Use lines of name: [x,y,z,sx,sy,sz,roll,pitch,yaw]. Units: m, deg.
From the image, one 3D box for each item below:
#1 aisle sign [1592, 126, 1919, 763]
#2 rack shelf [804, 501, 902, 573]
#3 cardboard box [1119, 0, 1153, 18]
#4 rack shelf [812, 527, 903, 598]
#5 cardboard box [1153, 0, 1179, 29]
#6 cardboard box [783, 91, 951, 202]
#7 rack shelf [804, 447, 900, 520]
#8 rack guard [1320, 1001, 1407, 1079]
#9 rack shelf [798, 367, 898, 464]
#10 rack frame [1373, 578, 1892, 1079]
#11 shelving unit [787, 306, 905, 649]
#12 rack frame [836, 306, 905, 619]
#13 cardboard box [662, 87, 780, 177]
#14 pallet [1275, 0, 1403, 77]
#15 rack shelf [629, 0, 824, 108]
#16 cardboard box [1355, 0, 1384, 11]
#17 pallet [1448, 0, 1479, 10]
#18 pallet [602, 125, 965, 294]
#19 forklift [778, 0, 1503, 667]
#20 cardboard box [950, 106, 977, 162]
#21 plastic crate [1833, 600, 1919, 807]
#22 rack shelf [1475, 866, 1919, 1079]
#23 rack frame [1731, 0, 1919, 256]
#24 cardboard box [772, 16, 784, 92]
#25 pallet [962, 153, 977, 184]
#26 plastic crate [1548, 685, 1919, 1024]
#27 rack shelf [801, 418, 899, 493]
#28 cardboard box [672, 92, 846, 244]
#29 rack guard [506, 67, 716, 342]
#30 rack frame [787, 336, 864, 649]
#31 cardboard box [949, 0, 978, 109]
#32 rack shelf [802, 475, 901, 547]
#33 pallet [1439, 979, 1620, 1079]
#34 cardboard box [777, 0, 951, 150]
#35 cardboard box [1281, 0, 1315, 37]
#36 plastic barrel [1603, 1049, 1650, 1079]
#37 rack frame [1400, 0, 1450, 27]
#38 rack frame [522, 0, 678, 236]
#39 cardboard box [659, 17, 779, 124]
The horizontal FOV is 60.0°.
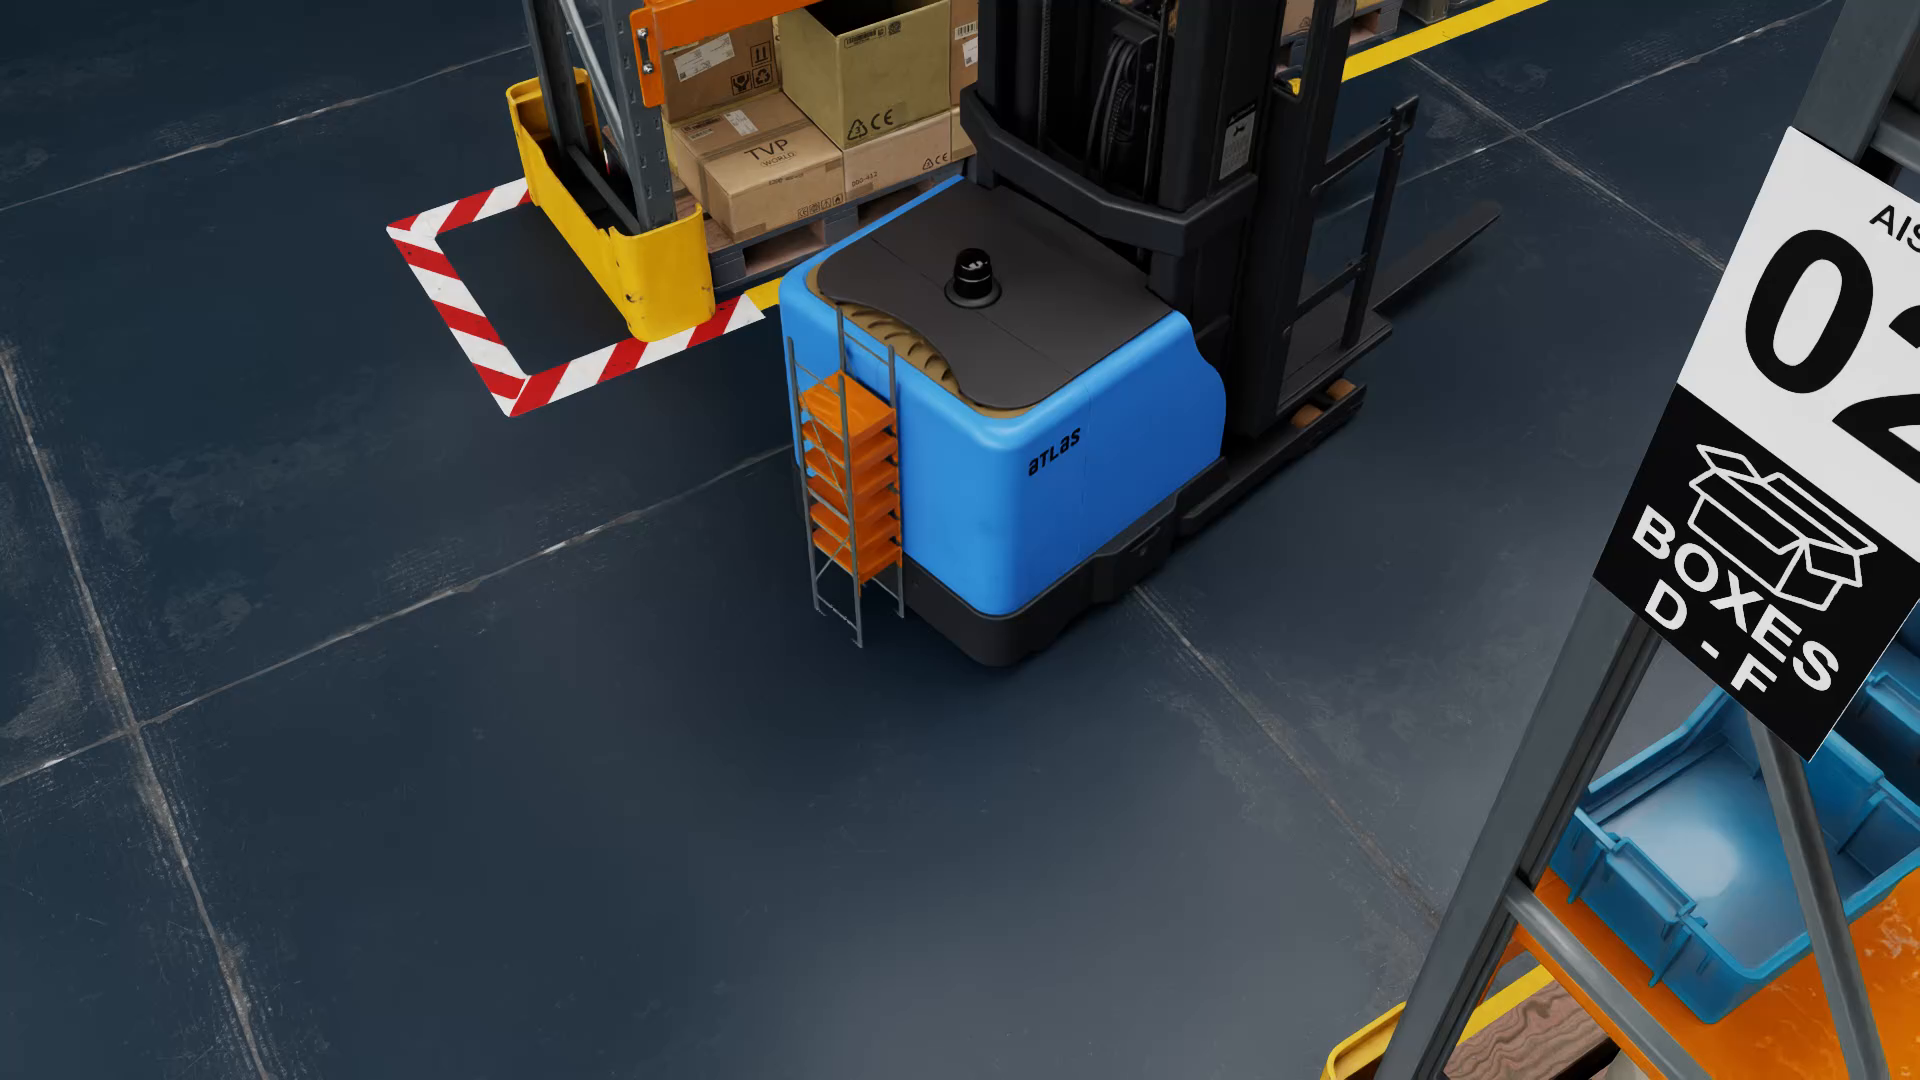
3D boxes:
aisle sign: [1.049,-0.084,2.076,0.004,0.787,0.394,-25,53,-21]
rack shelf: [-0.334,-0.045,5.207,0.180,0.103,0.258,-36,57,-27]
cardboard box: [0.471,-2.335,6.878,0.500,0.500,0.500,-25,53,-21]
rack shelf: [-0.334,0.034,5.297,0.180,0.103,0.258,-36,57,-27]
cardboard box: [0.886,-2.543,7.064,0.500,0.500,0.500,-25,53,-21]
cardboard box: [-0.379,-1.691,6.807,0.500,0.250,0.500,-25,53,-21]
rack shelf: [-0.334,-0.205,5.028,0.180,0.103,0.258,-36,57,-27]
rack guard: [1.307,1.711,3.892,0.348,0.500,1.175,-25,53,-21]
rack shelf: [-0.334,-0.365,4.849,0.180,0.103,0.258,-36,57,-27]
rack frame: [1.268,0.939,2.905,0.127,3.000,1.000,-25,53,-21]
shelving unit: [-0.334,-0.155,5.084,0.189,1.200,0.258,-36,57,-27]
rack frame: [-0.268,-0.202,5.126,0.006,1.200,0.240,-36,57,-27]
cardboard box: [-1.076,-1.816,6.919,0.500,0.250,0.500,-25,53,-21]
pallet: [1.316,-2.567,7.895,1.213,0.211,1.003,-25,53,-21]
rack shelf: [0.320,-2.748,6.671,4.000,0.370,1.077,-25,53,-21]
cardboard box: [1.736,-2.687,7.694,0.500,0.250,0.500,-25,53,-21]
pallet: [2.614,-3.176,8.437,1.213,0.211,1.003,-25,53,-21]
pallet: [-0.747,-1.595,7.029,1.213,0.211,1.003,-25,53,-21]
forklift: [0.844,-1.555,5.172,3.031,2.935,1.130,-36,57,-27]
cardboard box: [0.044,-1.890,6.984,0.500,0.250,0.500,-25,53,-21]
plastic crate: [2.084,0.345,3.534,0.408,0.251,0.499,-25,53,-21]
rack shelf: [2.960,0.382,3.883,4.000,0.370,1.077,-25,53,-21]
rack frame: [1.268,-1.056,0.665,0.127,3.000,1.000,-25,53,-21]
cardboard box: [-0.659,-2.023,7.103,0.500,0.250,0.500,-25,53,-21]
pallet: [0.283,-2.078,7.459,1.213,0.211,1.003,-25,53,-21]
plastic crate: [1.532,0.600,3.306,0.616,0.251,0.499,-25,53,-21]
rack shelf: [-0.334,-0.285,4.938,0.180,0.103,0.258,-36,57,-27]
cardboard box: [-0.800,-1.489,6.628,0.500,0.250,0.500,-25,53,-21]
rack guard: [-1.392,-1.350,6.617,0.348,0.500,1.175,-25,53,-21]
rack frame: [-0.400,-0.107,5.042,0.006,1.200,0.240,-36,57,-27]
cardboard box: [0.038,-2.146,6.711,0.500,0.500,0.500,-25,53,-21]
rack shelf: [-0.334,-0.125,5.117,0.180,0.103,0.258,-36,57,-27]
pallet: [1.997,1.486,4.285,1.213,0.211,1.003,-25,53,-21]
cardboard box: [-0.378,-1.939,6.526,0.500,0.500,0.500,-25,53,-21]
cardboard box: [1.307,-2.494,7.522,0.500,0.250,0.500,-25,53,-21]
plastic barrel: [1.784,1.316,3.954,0.421,0.512,0.421,0,48,0]
rack frame: [2.011,-3.785,7.112,0.127,3.000,1.000,-25,53,-21]
rack frame: [-1.372,-2.191,5.692,0.127,3.000,1.000,-25,53,-21]
cardboard box: [-1.077,-2.067,6.640,0.500,0.500,0.500,-25,53,-21]
